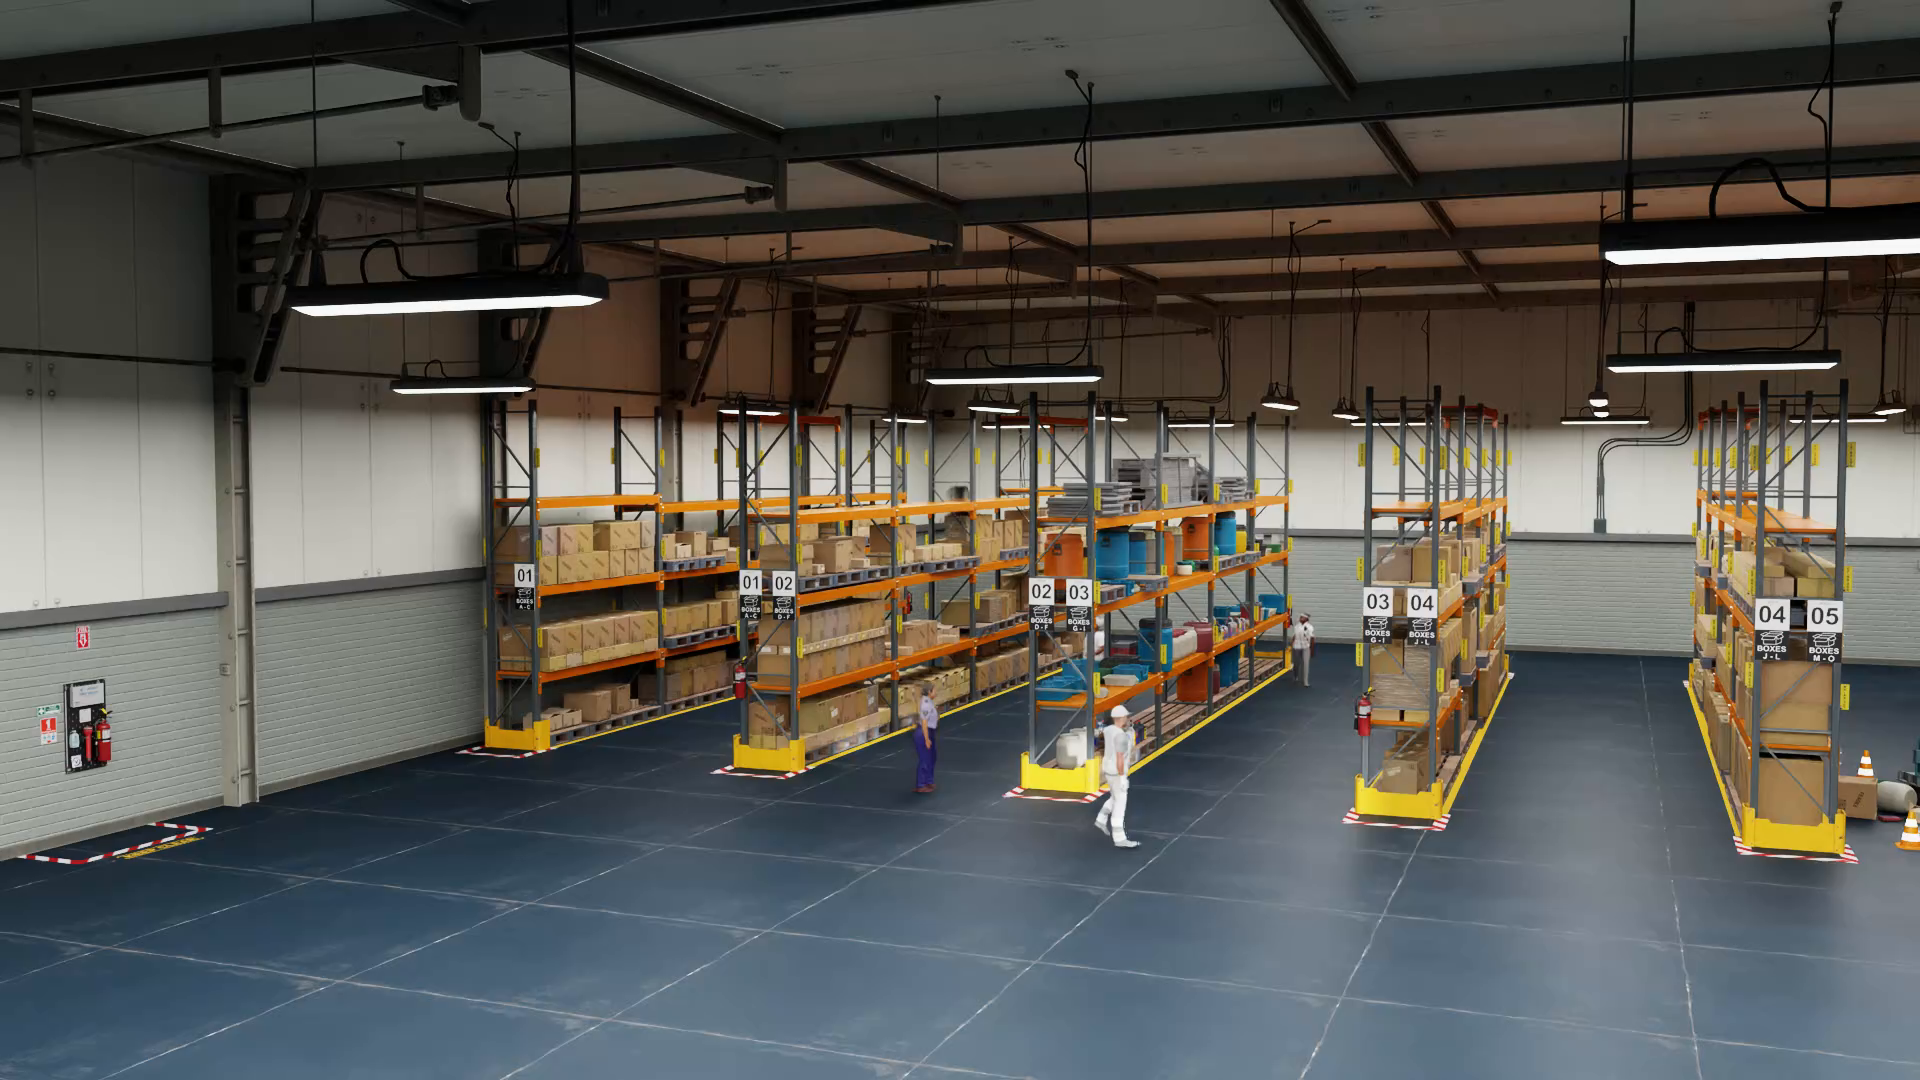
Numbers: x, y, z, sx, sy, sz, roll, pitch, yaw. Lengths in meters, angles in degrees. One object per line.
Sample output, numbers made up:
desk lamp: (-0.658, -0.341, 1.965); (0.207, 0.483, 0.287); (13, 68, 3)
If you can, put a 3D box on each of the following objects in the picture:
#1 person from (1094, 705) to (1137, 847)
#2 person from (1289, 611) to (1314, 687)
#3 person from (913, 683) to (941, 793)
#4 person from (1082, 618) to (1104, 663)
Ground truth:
person: (1.997, 3.031, 21.514); (0.468, 1.791, 0.632); (-1, 3, -15)
person: (7.498, 2.375, 36.527); (0.553, 1.642, 0.939); (0, 3, 6)
person: (-0.495, 2.983, 24.939); (0.424, 1.657, 0.556); (0, 3, 0)
person: (2.726, 2.468, 34.156); (0.557, 1.736, 1.003); (1, 3, 21)
